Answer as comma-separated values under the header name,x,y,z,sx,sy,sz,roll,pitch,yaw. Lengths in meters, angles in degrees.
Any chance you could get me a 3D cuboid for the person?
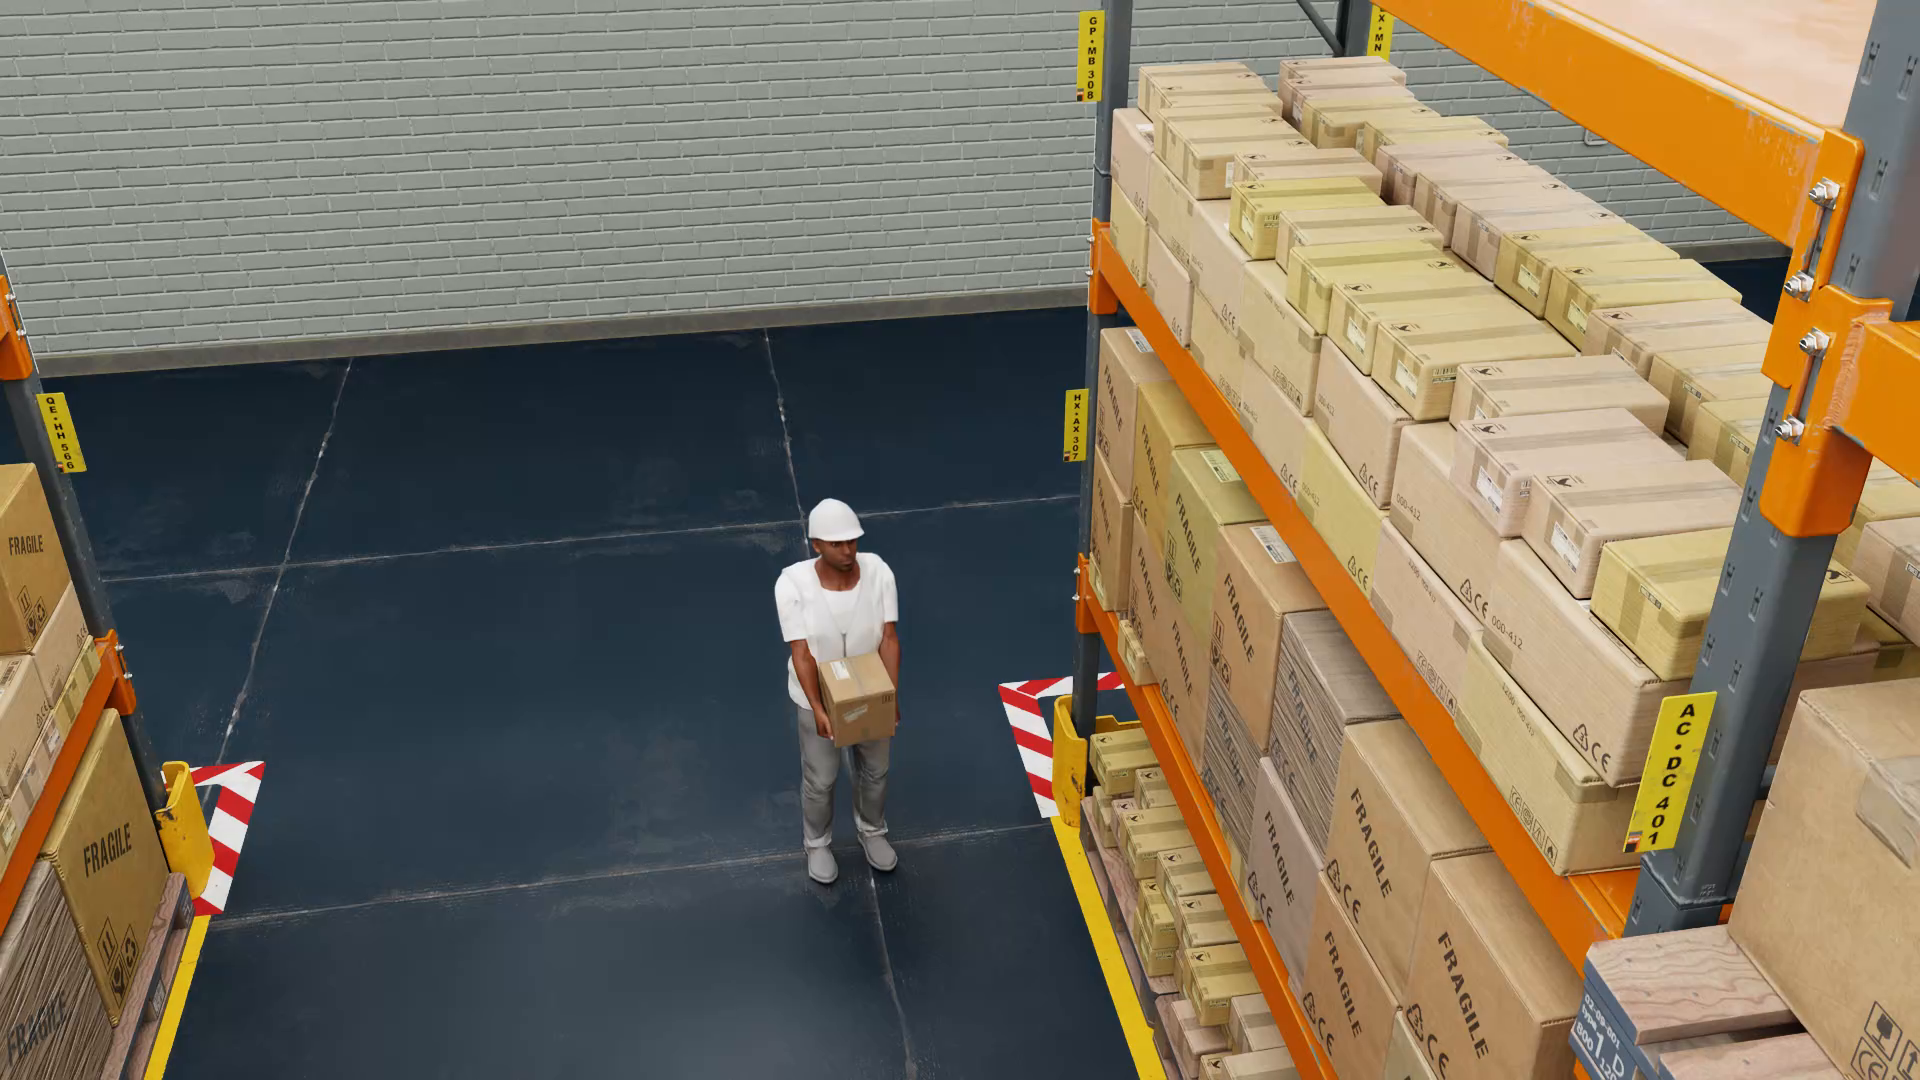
name,x,y,z,sx,sy,sz,roll,pitch,yaw
person,-0.465,0.687,6.957,0.502,1.758,0.577,-10,32,-16
